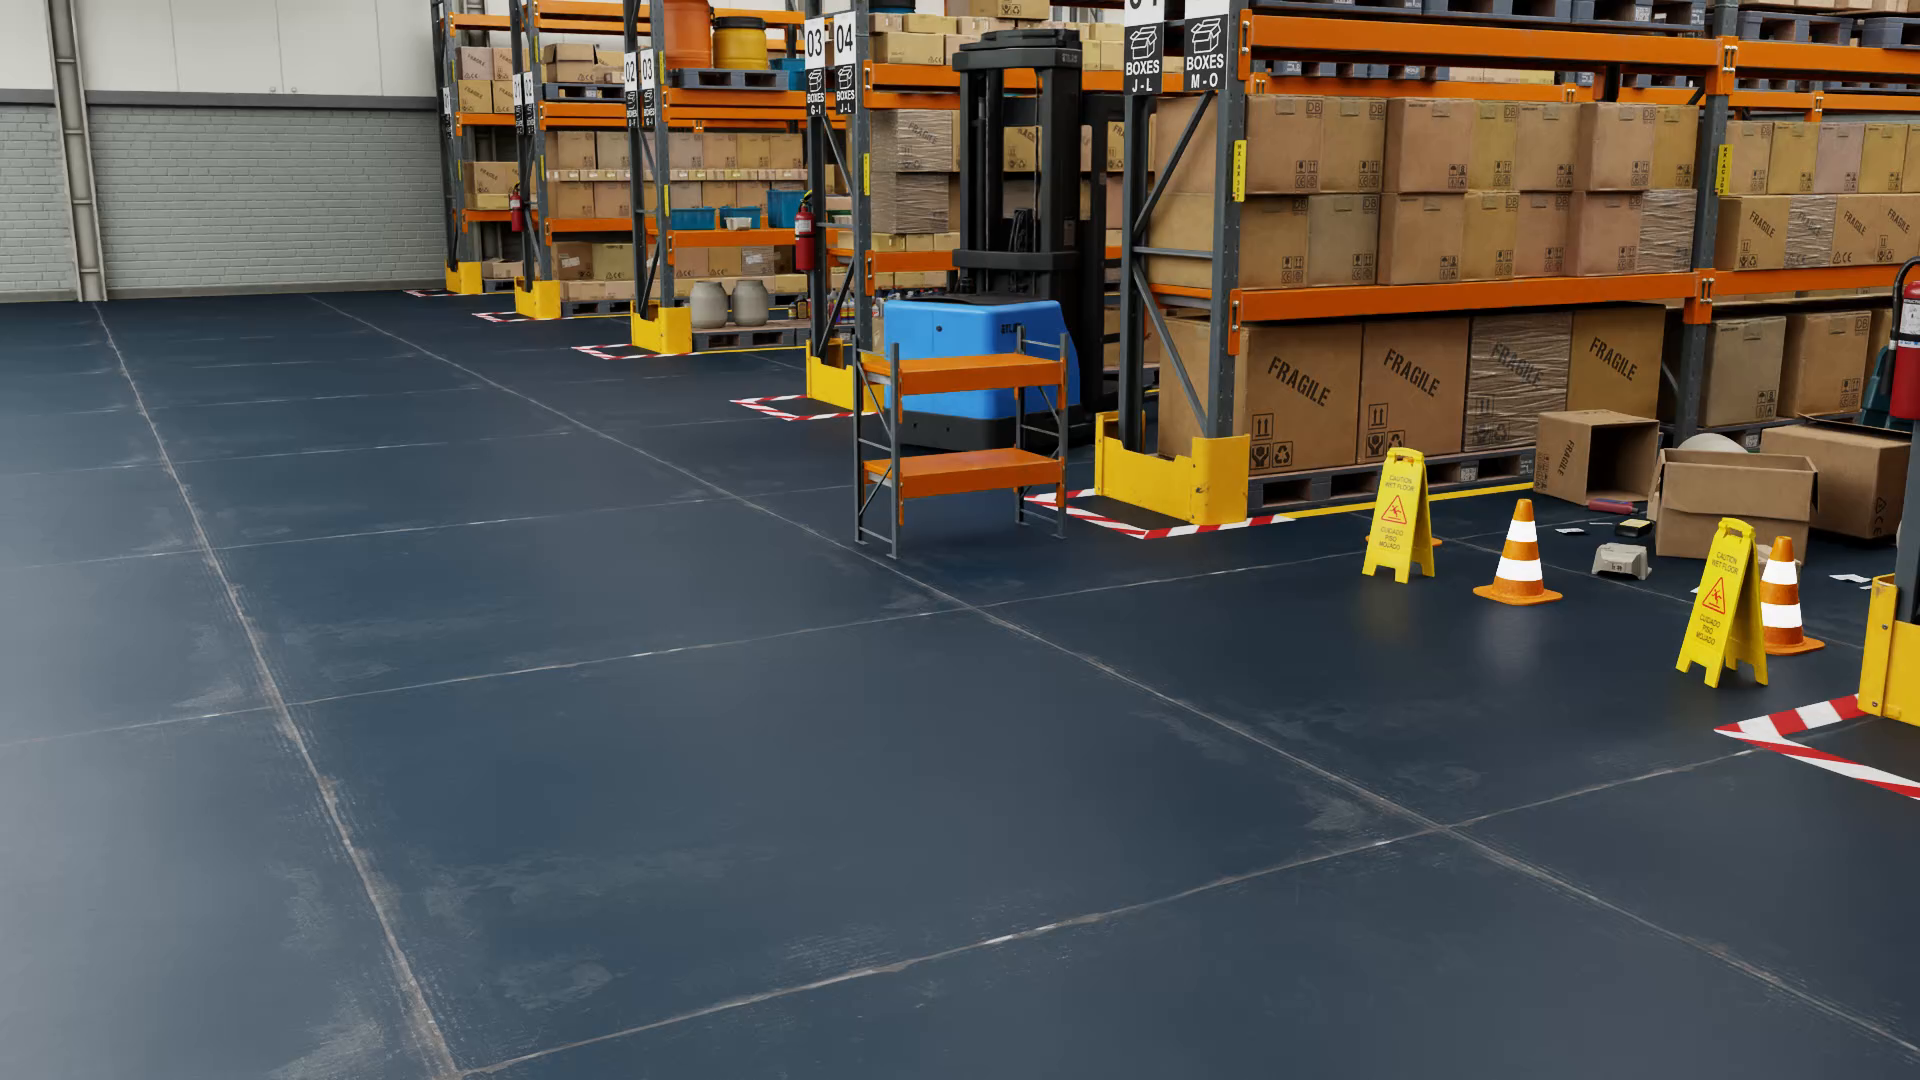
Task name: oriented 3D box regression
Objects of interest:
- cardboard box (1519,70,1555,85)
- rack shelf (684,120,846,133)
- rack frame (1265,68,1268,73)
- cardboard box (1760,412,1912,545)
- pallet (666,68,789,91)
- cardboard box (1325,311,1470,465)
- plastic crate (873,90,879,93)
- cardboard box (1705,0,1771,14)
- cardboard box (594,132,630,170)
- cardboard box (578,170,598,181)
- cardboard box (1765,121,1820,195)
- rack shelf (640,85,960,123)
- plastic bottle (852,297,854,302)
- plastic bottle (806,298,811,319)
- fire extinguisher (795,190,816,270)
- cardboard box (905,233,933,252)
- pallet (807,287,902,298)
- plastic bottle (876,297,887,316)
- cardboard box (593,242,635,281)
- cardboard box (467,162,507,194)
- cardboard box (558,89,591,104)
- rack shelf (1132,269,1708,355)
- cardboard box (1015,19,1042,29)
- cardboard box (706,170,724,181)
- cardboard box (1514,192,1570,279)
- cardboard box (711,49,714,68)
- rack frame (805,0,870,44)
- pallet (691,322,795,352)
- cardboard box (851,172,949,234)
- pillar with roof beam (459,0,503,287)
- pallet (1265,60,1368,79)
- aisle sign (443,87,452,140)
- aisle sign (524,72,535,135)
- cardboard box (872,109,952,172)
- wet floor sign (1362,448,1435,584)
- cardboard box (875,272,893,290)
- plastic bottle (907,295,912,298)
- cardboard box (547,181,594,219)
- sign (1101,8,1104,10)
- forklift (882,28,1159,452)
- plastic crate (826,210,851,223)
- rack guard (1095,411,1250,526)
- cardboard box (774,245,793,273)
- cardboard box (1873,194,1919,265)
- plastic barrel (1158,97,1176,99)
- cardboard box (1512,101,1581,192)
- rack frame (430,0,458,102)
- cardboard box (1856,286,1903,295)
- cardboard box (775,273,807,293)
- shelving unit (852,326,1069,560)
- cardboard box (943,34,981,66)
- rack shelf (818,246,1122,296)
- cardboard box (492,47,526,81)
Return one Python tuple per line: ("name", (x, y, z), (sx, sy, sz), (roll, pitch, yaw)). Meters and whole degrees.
("cardboard box", (5.706, -4.772, 16.992), (0.500, 0.250, 0.500), (-7, 14, -28))
("rack shelf", (-2.870, -7.245, 29.277), (4.000, 0.370, 1.077), (-7, 14, -28))
("rack frame", (3.633, -7.360, 21.320), (0.127, 3.000, 1.000), (-7, 14, -28))
("cardboard box", (4.878, -0.349, 9.204), (0.503, 0.637, 0.797), (-7, 14, -28))
("pallet", (-2.616, -5.032, 18.233), (1.213, 0.211, 1.003), (-7, 14, -28))
("cardboard box", (2.607, -1.016, 10.677), (0.875, 0.875, 0.875), (-7, 15, -29))
("plastic crate", (-1.093, -5.101, 18.711), (0.396, 0.136, 0.243), (-7, 14, -28))
("cardboard box", (5.326, -3.841, 11.670), (0.500, 0.250, 0.500), (-7, 14, -27))
("cardboard box", (-4.838, -5.337, 22.811), (0.500, 0.500, 0.700), (-7, 15, -29))
("cardboard box", (-5.081, -4.940, 22.525), (0.250, 0.149, 0.380), (-7, 15, -29))
("cardboard box", (5.666, -2.736, 11.931), (0.500, 0.500, 0.700), (-7, 15, -29))
("rack shelf", (-1.634, -4.915, 18.923), (4.000, 0.370, 1.077), (-7, 14, -28))
("plastic bottle", (-1.231, -2.803, 19.935), (0.135, 0.276, 0.152), (-7, 14, -28))
("plastic bottle", (-1.753, -2.777, 19.818), (0.135, 0.276, 0.152), (-7, 14, -27))
("fire extinguisher", (-1.337, -2.677, 14.347), (0.183, 0.674, 0.296), (-7, 14, -28))
("cardboard box", (-0.423, -2.522, 14.054), (0.250, 0.149, 0.380), (-7, 14, -28))
("pallet", (-1.620, -3.693, 25.036), (1.213, 0.211, 1.003), (-7, 14, -28))
("plastic bottle", (-0.902, -2.705, 19.498), (0.135, 0.276, 0.152), (-7, 14, -27))
("cardboard box", (-4.744, -3.843, 22.951), (0.500, 0.500, 0.500), (-7, 14, -28))
("cardboard box", (-7.573, -5.796, 26.620), (0.500, 0.500, 0.500), (-7, 14, -28))
("cardboard box", (-6.321, -7.176, 27.057), (0.500, 0.500, 0.500), (-6, 14, -24))
("rack shelf", (3.027, -1.531, 10.717), (4.000, 0.370, 1.077), (-7, 14, -28))
("cardboard box", (0.494, -4.337, 14.150), (0.250, 0.149, 0.380), (-8, 15, -30))
("cardboard box", (-3.500, -5.130, 23.367), (0.250, 0.149, 0.380), (-6, 14, -26))
("cardboard box", (3.462, -2.028, 10.945), (0.550, 0.550, 0.875), (-7, 14, -28))
("cardboard box", (-3.754, -6.606, 23.288), (0.637, 0.503, 0.797), (-5, 14, -22))
("rack frame", (-1.016, -5.564, 13.339), (0.127, 3.000, 1.000), (-7, 14, -28))
("pallet", (-2.629, -2.333, 18.996), (1.213, 0.211, 1.003), (-7, 14, -28))
("cardboard box", (-0.520, -2.884, 14.187), (0.500, 0.500, 0.875), (-7, 14, -28))
("pillar with roof beam", (-5.874, -7.839, 23.445), (0.400, 9.000, 9.100), (-7, 14, -28))
("pallet", (3.088, -4.475, 15.756), (1.003, 0.211, 1.213), (-7, 14, -28))
("aisle sign", (-8.056, -6.704, 26.146), (0.004, 0.787, 0.394), (-7, 14, -28))
("aisle sign", (-5.670, -5.749, 21.904), (0.004, 0.787, 0.394), (-7, 14, -28))
("cardboard box", (-0.403, -3.325, 13.868), (0.500, 0.500, 0.500), (-7, 14, -28))
("wet floor sign", (2.195, -0.138, 8.252), (0.232, 0.644, 0.267), (-10, 16, -38))
("cardboard box", (-1.326, -3.879, 24.822), (0.500, 0.250, 0.500), (-6, 14, -26))
("plastic bottle", (-0.567, -2.781, 19.837), (0.135, 0.276, 0.152), (-7, 14, -28))
("cardboard box", (-5.344, -4.642, 22.678), (0.500, 0.500, 0.700), (-7, 14, -28))
("sign", (2.667, -10.082, 31.103), (0.005, 0.325, 0.100), (-7, 14, -28))
("forklift", (0.761, -2.266, 12.504), (1.130, 2.935, 3.031), (10, 16, 38))
("plastic crate", (-1.205, -3.821, 19.739), (0.662, 0.188, 0.450), (-7, 14, -28))
("rack guard", (1.251, -0.449, 9.966), (0.348, 0.500, 1.175), (-7, 14, -28))
("cardboard box", (-2.806, -4.209, 24.577), (0.500, 0.500, 0.500), (-7, 14, -28))
("cardboard box", (6.702, -2.303, 12.282), (0.500, 0.500, 0.500), (-7, 14, -27))
("plastic barrel", (2.628, -5.651, 20.870), (0.301, 0.262, 0.301), (0, 13, 0))
("cardboard box", (3.475, -2.549, 10.803), (0.550, 0.550, 0.875), (-7, 14, -28))
("rack frame", (-8.136, -8.428, 26.063), (0.127, 3.000, 1.000), (-7, 14, -28))
("cardboard box", (10.924, -3.217, 20.455), (0.875, 0.875, 0.875), (-7, 14, -28))
("cardboard box", (-2.551, -3.740, 24.204), (0.500, 0.250, 0.500), (-7, 14, -28))
("shelving unit", (0.006, -0.549, 8.989), (1.048, 1.125, 0.538), (-7, 14, -28))
("cardboard box", (-0.020, -4.084, 13.935), (0.500, 0.250, 0.500), (-7, 15, -29))
("rack shelf", (0.739, -2.497, 15.011), (4.000, 0.370, 1.077), (-7, 14, -28))
("cardboard box", (-7.217, -7.548, 26.433), (0.500, 0.500, 0.500), (-7, 14, -29))
